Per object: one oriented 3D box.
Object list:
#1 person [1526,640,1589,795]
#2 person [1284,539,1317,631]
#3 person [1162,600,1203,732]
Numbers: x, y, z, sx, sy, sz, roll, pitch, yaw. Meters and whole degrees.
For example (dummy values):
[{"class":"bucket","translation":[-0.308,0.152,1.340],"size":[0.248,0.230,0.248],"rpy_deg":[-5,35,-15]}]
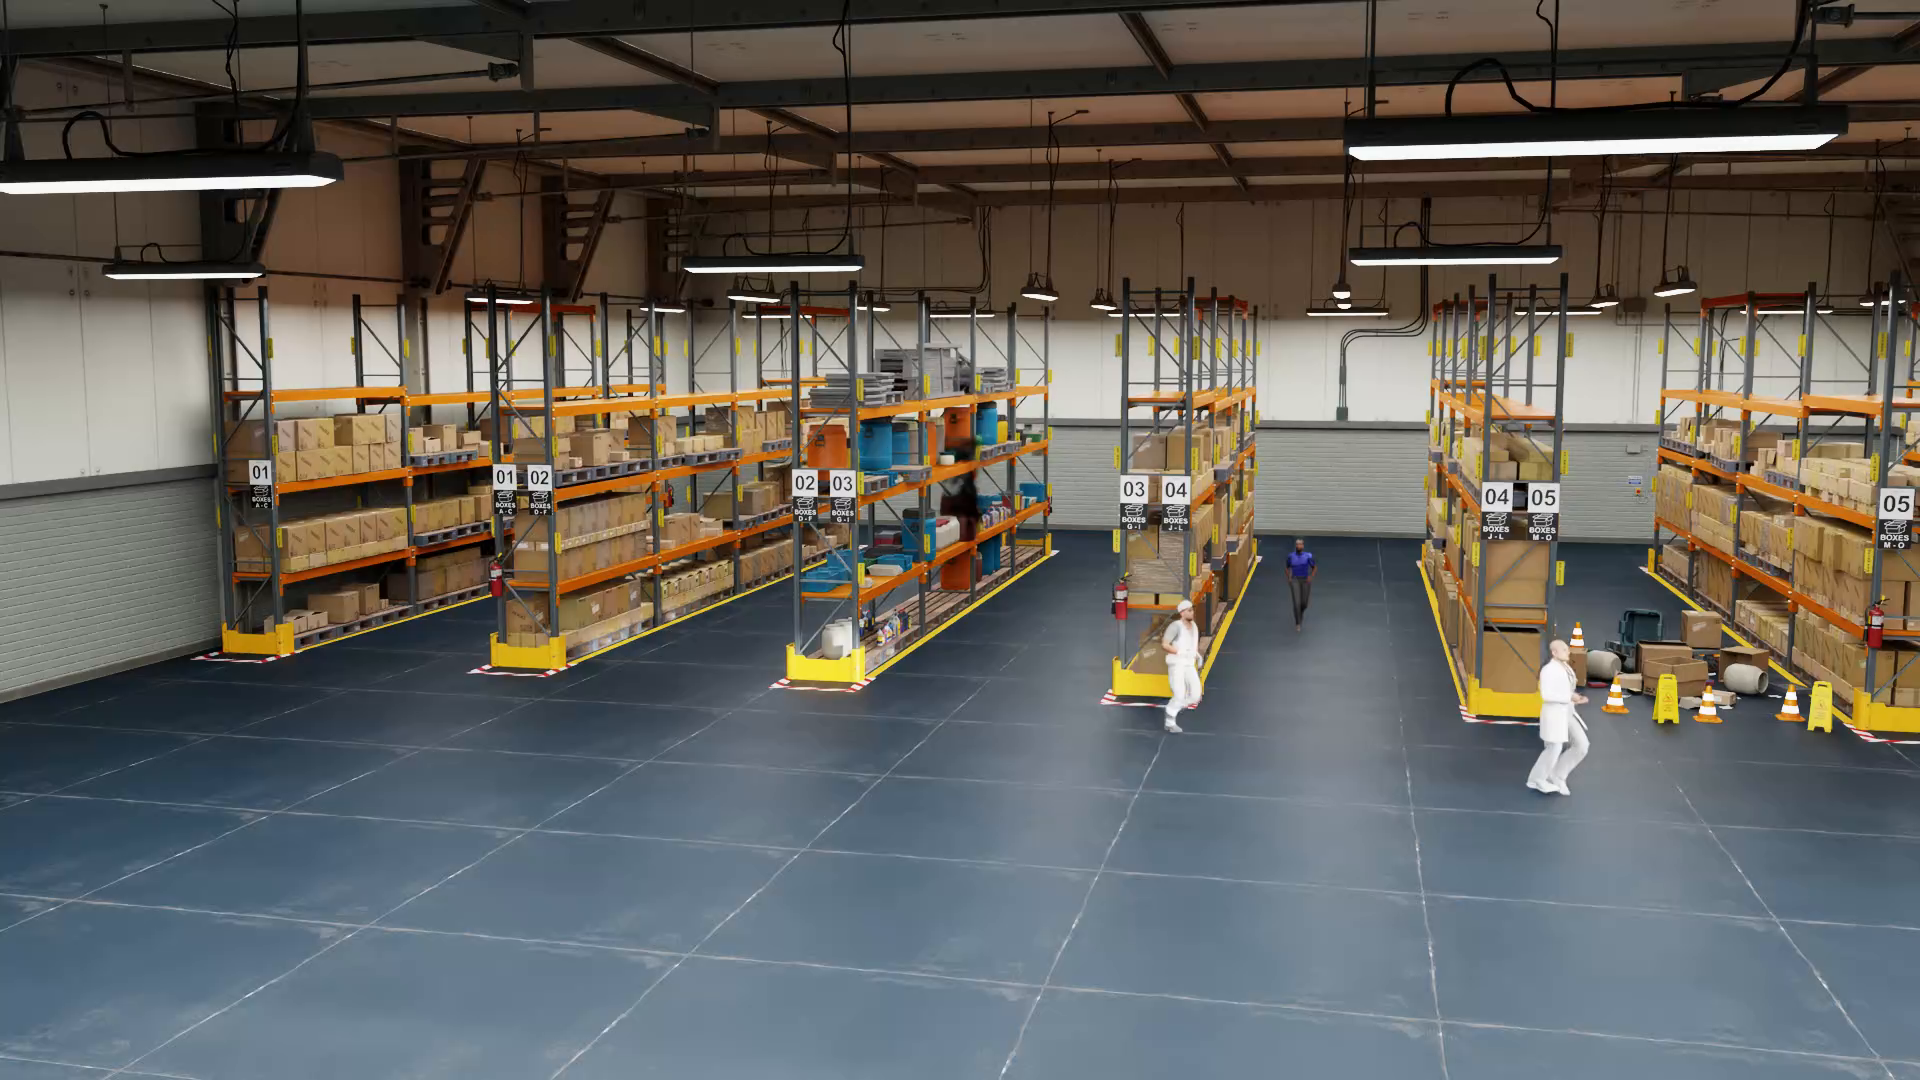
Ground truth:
[{"class":"person","translation":[6.738,2.002,18.603],"size":[0.674,1.778,0.754],"rpy_deg":[-5,9,-39]},{"class":"person","translation":[6.100,0.787,29.828],"size":[0.576,1.638,0.635],"rpy_deg":[2,7,14]},{"class":"person","translation":[2.946,1.647,21.773],"size":[0.705,1.728,0.618],"rpy_deg":[-5,8,-35]}]
